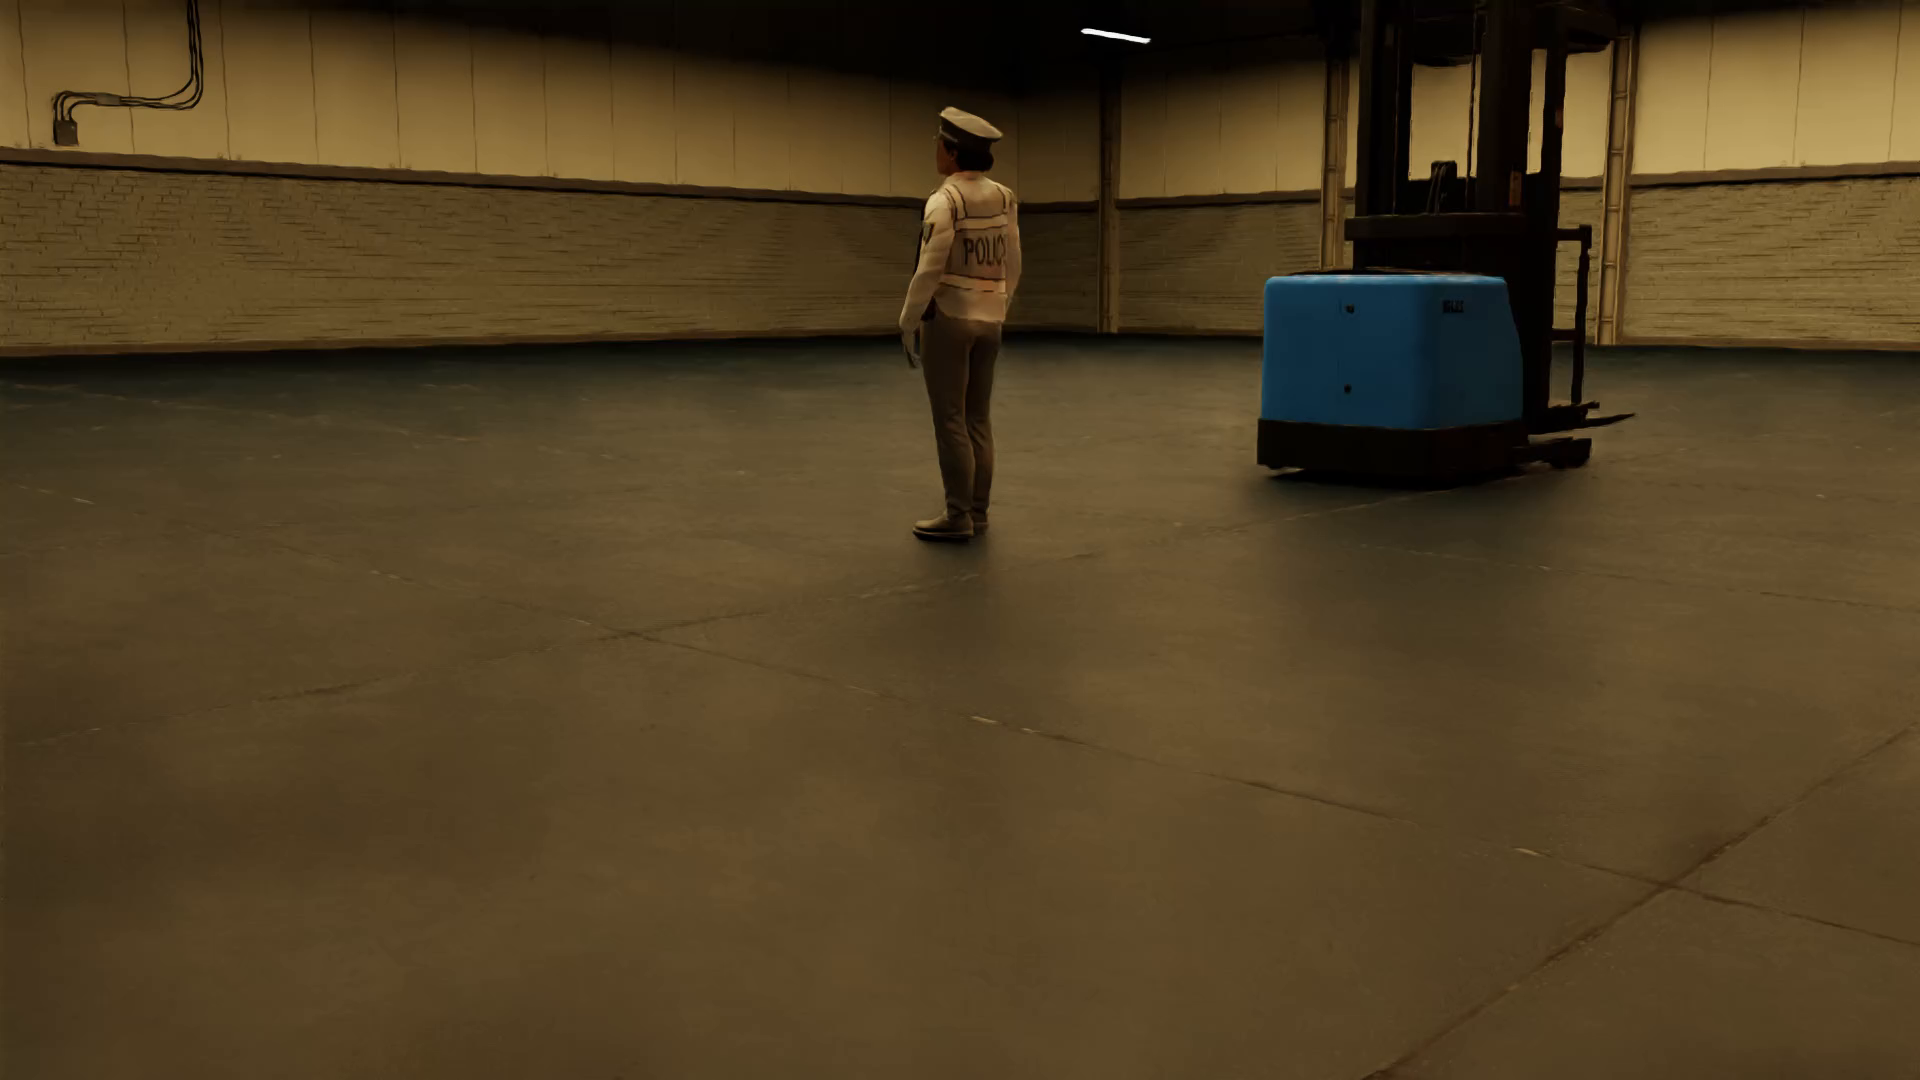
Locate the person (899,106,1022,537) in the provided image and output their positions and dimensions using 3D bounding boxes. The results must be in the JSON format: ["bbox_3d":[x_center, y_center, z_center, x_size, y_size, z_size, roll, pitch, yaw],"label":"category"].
[{"bbox_3d":[-0.044,-0.853,6.641,0.532,1.695,0.586,8,12,43],"label":"person"}]

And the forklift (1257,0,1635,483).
[{"bbox_3d":[2.991,-1.903,9.512,1.130,2.935,3.031,8,12,43],"label":"forklift"}]
